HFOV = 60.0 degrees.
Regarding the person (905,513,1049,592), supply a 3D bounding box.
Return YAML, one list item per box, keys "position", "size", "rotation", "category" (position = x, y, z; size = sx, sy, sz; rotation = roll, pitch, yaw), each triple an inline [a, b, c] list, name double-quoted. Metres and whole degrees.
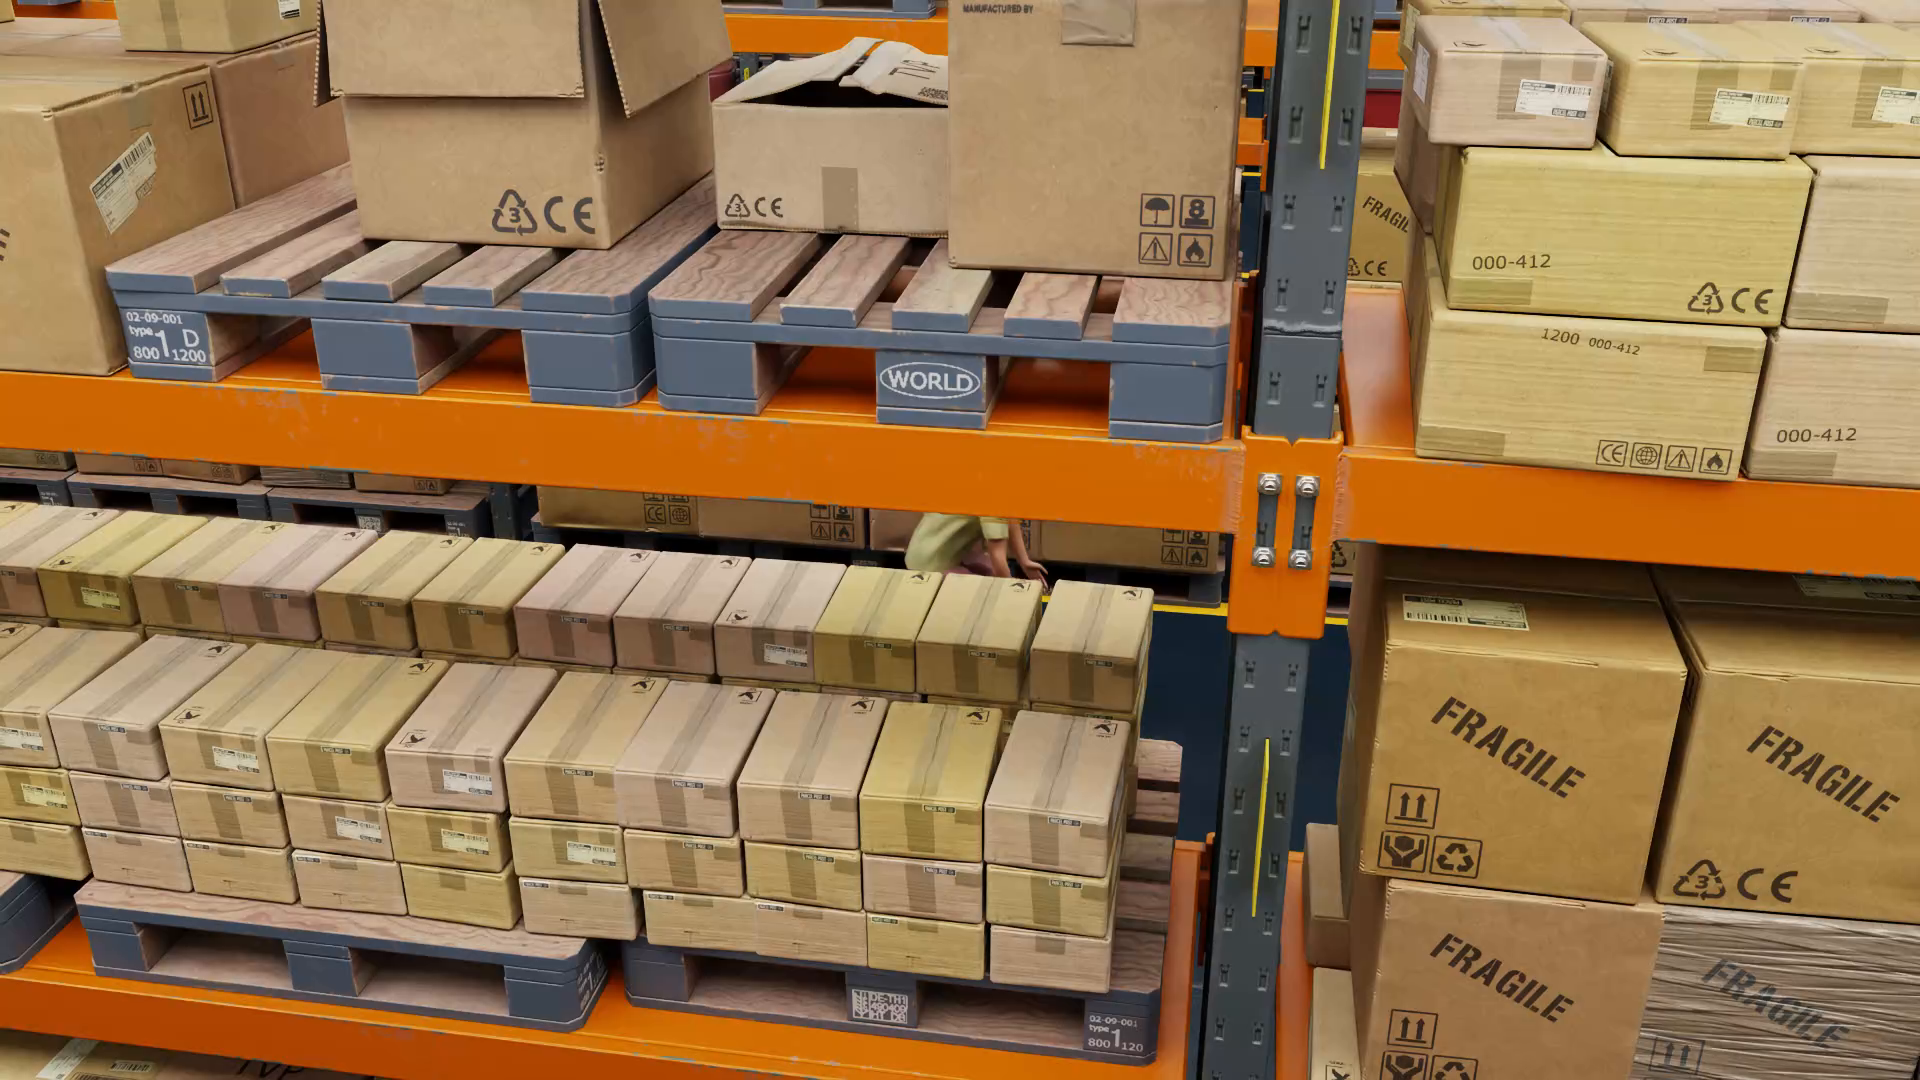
- position: [0.110, 0.110, 7.314]
  size: [0.680, 1.307, 0.512]
  rotation: [4, 25, 9]
  category: "person"
